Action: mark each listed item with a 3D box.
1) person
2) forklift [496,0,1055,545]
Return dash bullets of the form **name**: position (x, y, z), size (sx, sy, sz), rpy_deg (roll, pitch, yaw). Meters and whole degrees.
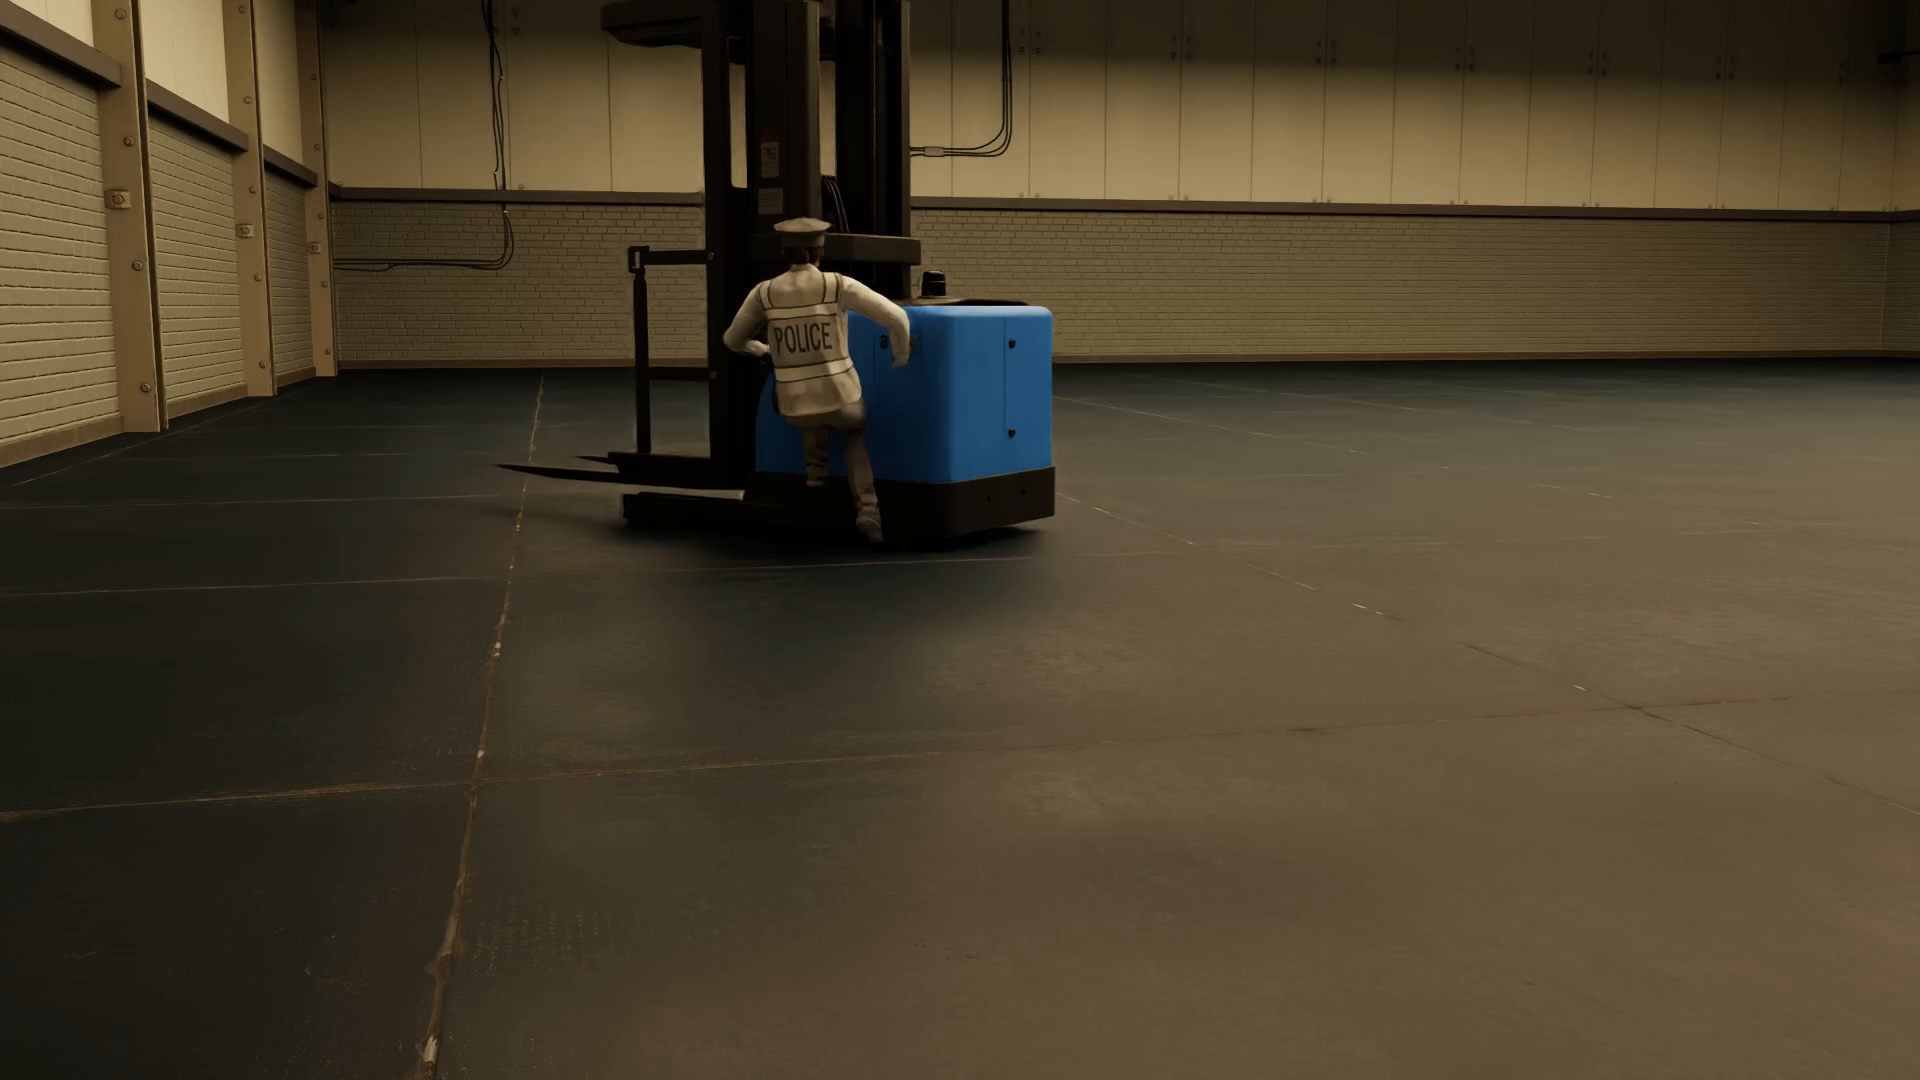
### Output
- **person**: position (-0.620, -0.681, 7.320), size (0.820, 1.446, 0.793), rpy_deg (0, 8, -2)
- **forklift**: position (-1.058, -1.560, 8.276), size (3.031, 2.935, 1.130), rpy_deg (5, 9, 33)
